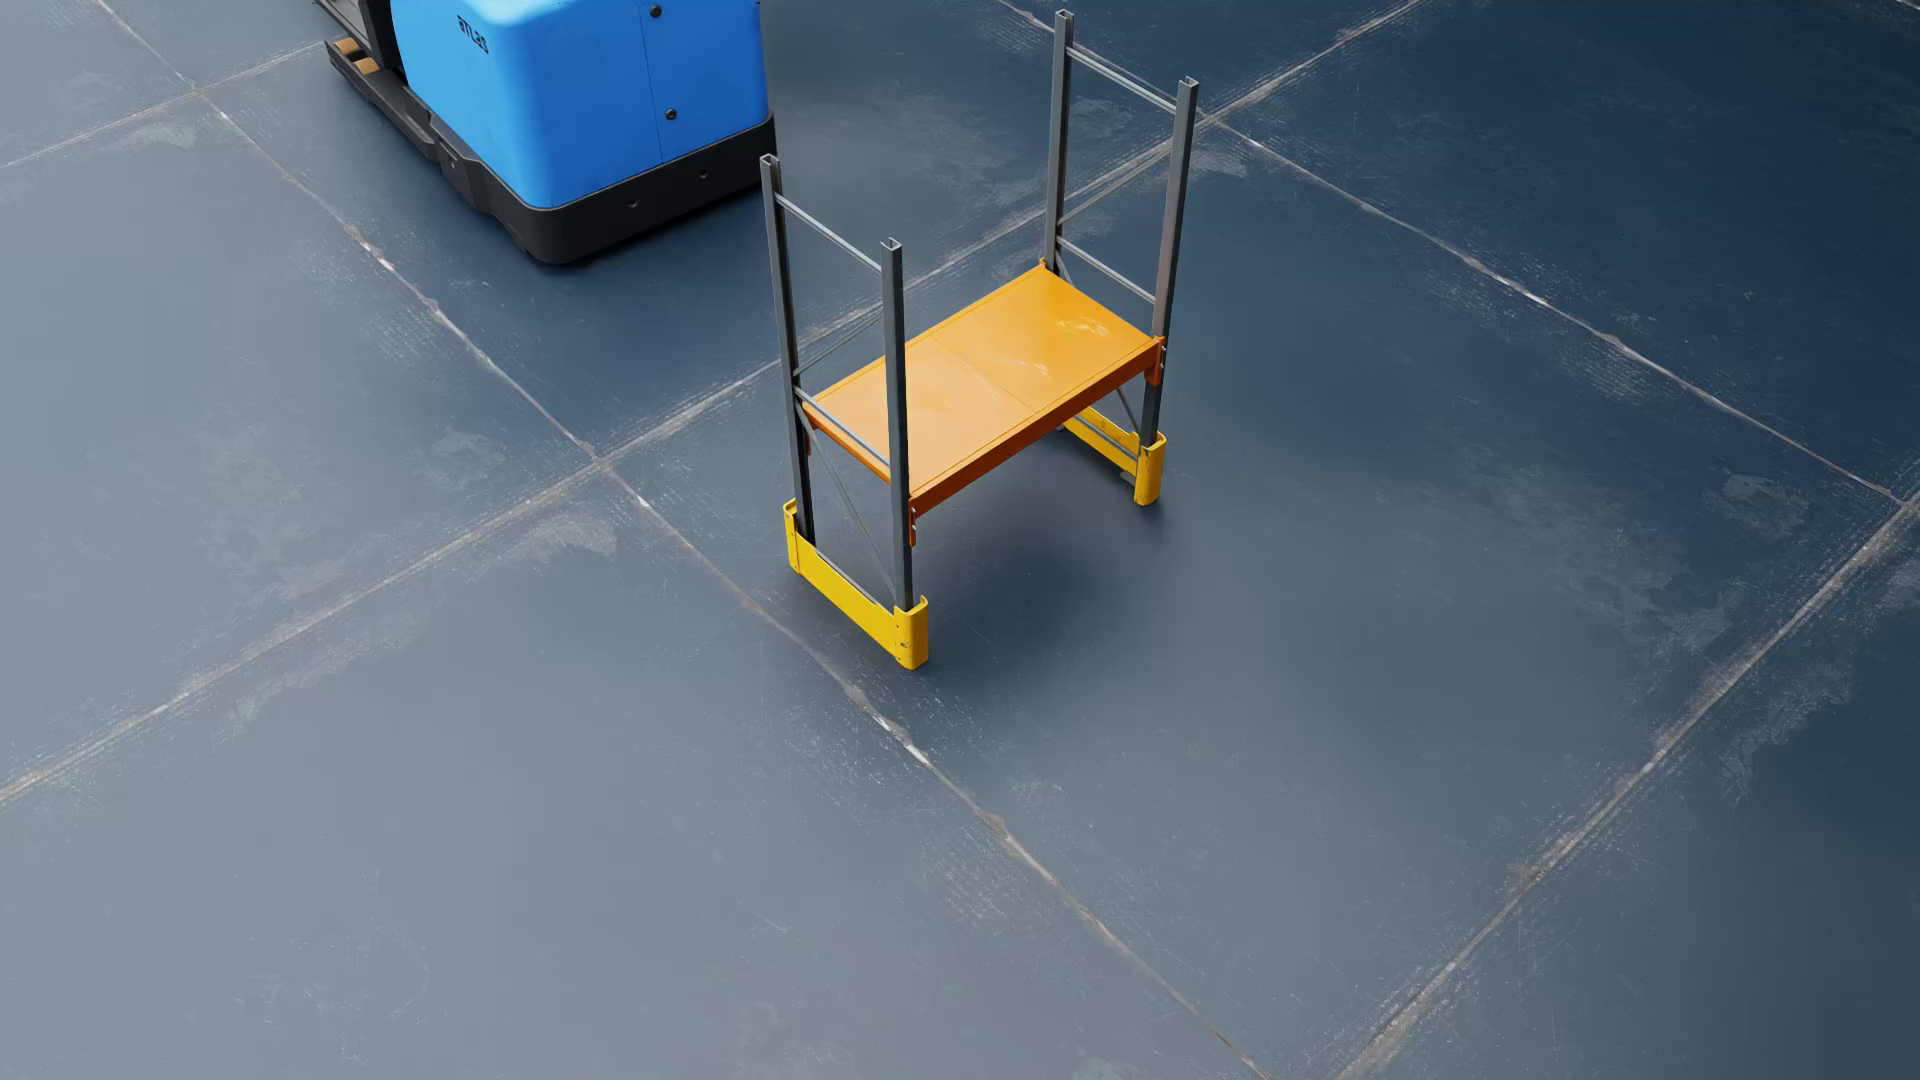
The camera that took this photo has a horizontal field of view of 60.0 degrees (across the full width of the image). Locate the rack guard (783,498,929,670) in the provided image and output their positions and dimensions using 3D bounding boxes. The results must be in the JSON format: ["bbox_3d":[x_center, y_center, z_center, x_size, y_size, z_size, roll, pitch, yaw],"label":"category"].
[{"bbox_3d":[-0.312,0.124,4.966,0.087,0.250,0.587,-34,56,-27],"label":"rack guard"}]

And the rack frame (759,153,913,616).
[{"bbox_3d":[-0.313,-0.299,4.506,0.032,1.500,0.500,-34,56,-27],"label":"rack frame"}]

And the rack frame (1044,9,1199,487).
[{"bbox_3d":[0.439,-0.802,4.970,0.032,1.500,0.500,-34,56,-27],"label":"rack frame"}]

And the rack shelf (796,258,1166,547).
[{"bbox_3d":[0.063,-0.429,4.870,1.000,0.185,0.538,-34,56,-27],"label":"rack shelf"}]

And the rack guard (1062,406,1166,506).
[{"bbox_3d":[0.425,-0.369,5.420,0.087,0.250,0.587,-34,56,-27],"label":"rack guard"}]

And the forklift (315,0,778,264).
[{"bbox_3d":[-2.012,-3.036,6.057,1.130,2.935,3.031,-30,54,-25],"label":"forklift"}]

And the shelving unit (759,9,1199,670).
[{"bbox_3d":[0.056,-0.546,4.734,1.083,1.500,0.587,-34,56,-27],"label":"shelving unit"}]
